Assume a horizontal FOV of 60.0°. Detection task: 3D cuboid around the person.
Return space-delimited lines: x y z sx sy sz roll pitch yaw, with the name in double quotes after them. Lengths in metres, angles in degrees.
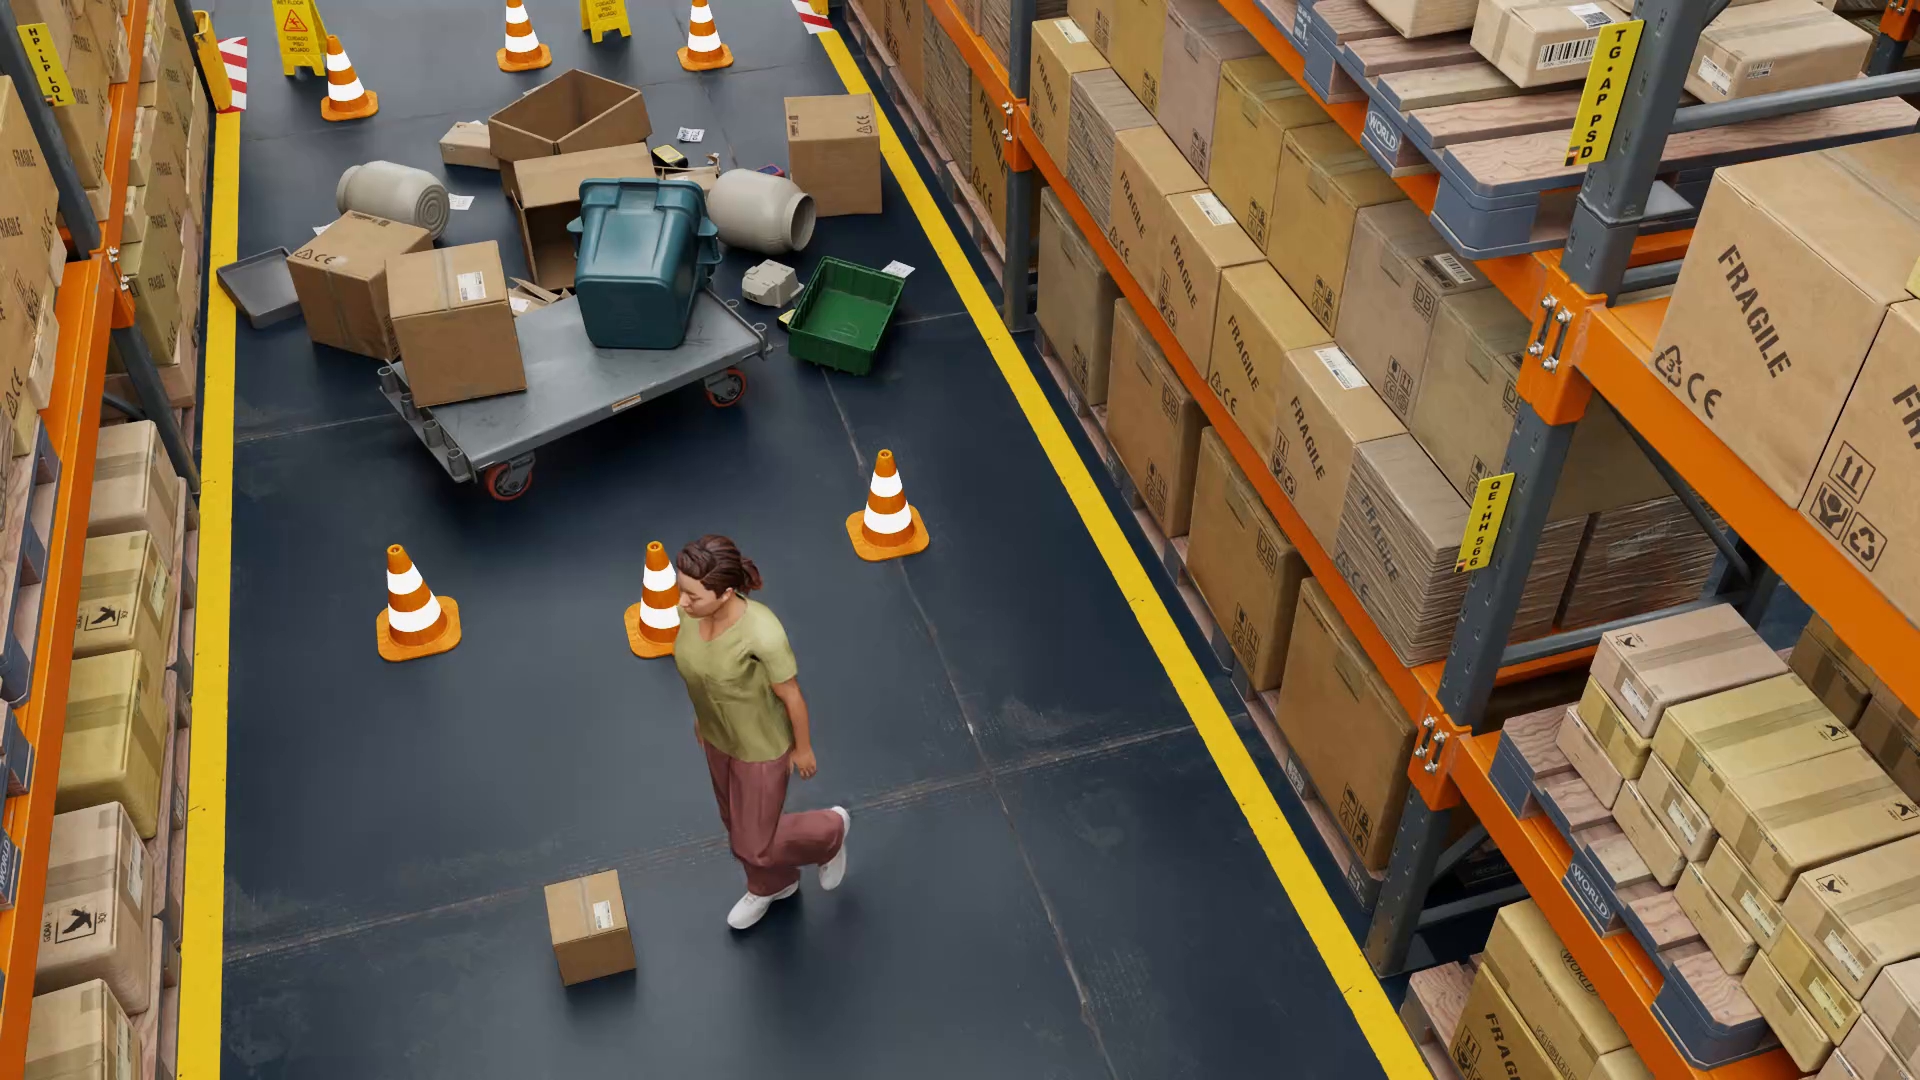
-0.691 0.621 5.452 0.503 1.667 0.503 29 50 28 "person"
